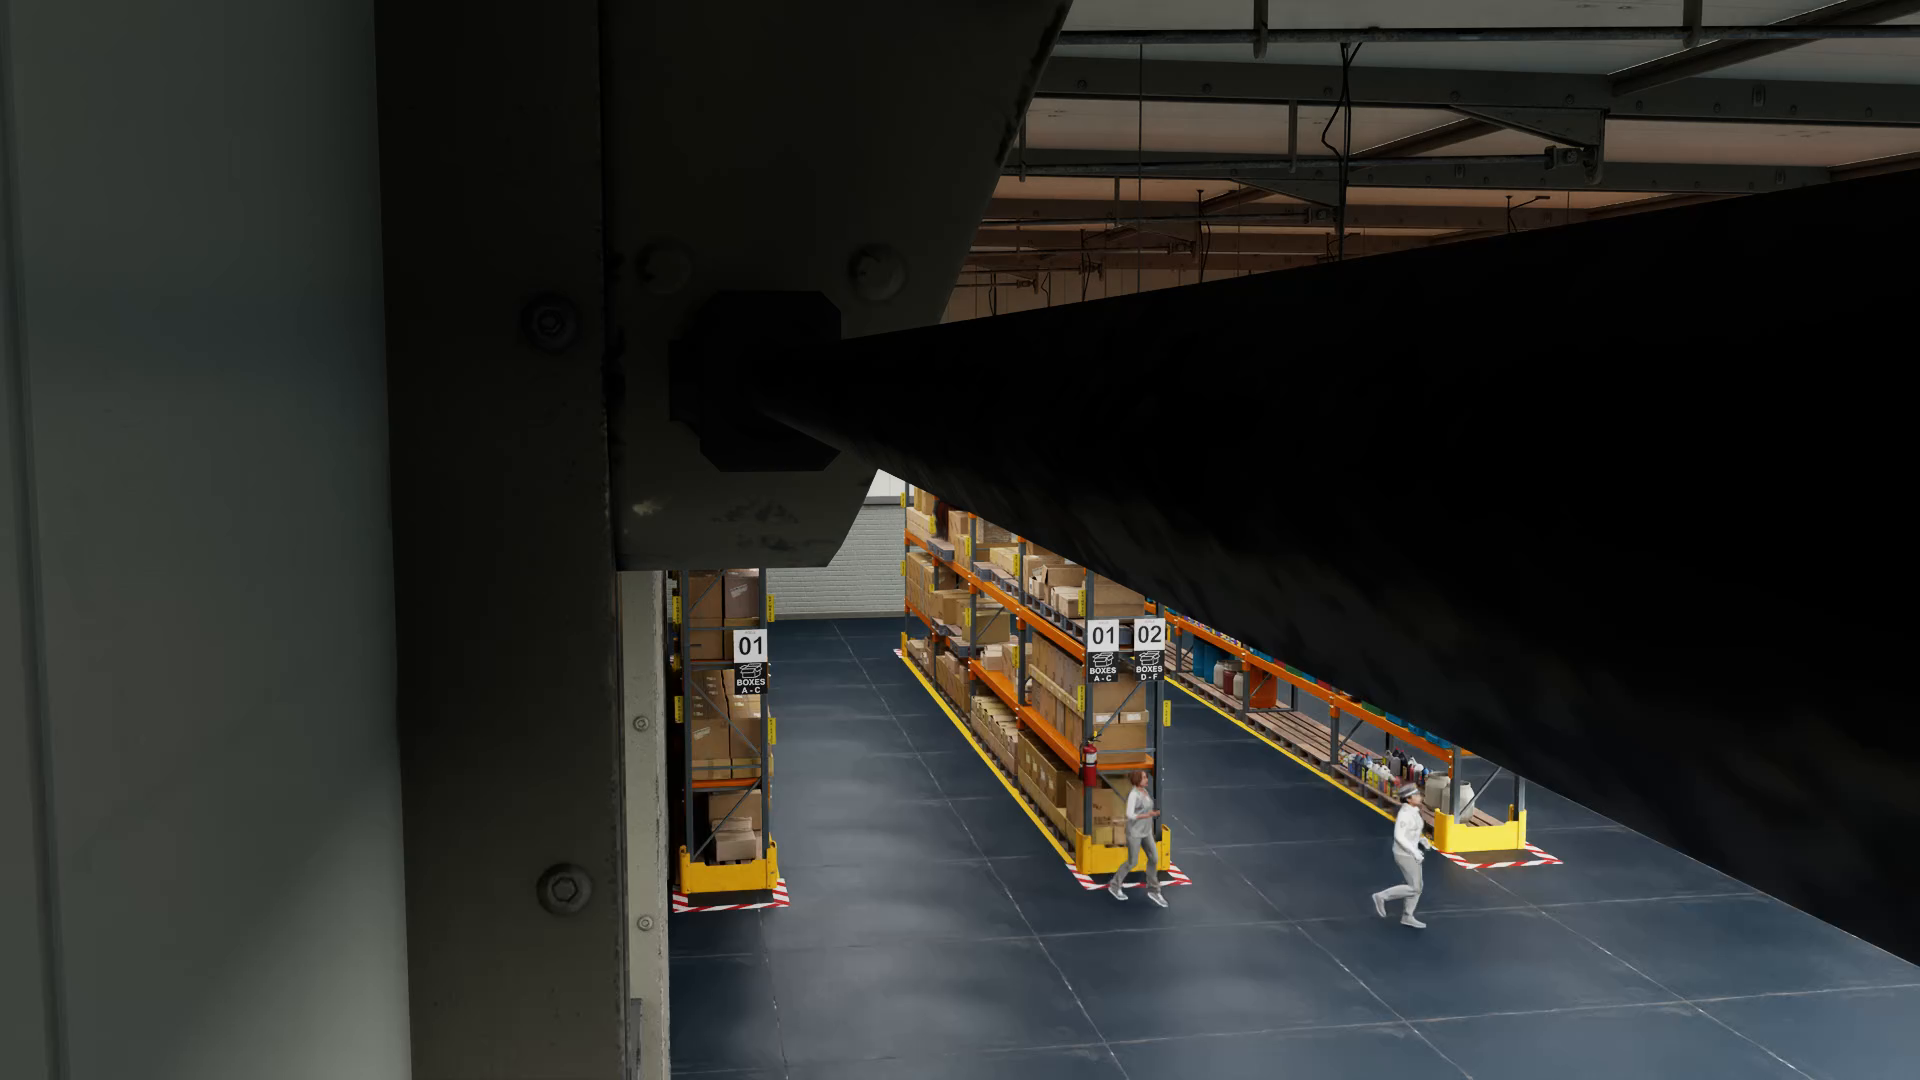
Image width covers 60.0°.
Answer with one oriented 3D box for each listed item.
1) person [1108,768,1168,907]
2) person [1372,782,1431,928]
[{"bbox_3d":[2.087,3.499,19.585,0.685,1.641,0.538,4,7,31],"label":"person"},{"bbox_3d":[5.019,3.558,18.903,0.594,1.678,0.617,2,6,19],"label":"person"}]
